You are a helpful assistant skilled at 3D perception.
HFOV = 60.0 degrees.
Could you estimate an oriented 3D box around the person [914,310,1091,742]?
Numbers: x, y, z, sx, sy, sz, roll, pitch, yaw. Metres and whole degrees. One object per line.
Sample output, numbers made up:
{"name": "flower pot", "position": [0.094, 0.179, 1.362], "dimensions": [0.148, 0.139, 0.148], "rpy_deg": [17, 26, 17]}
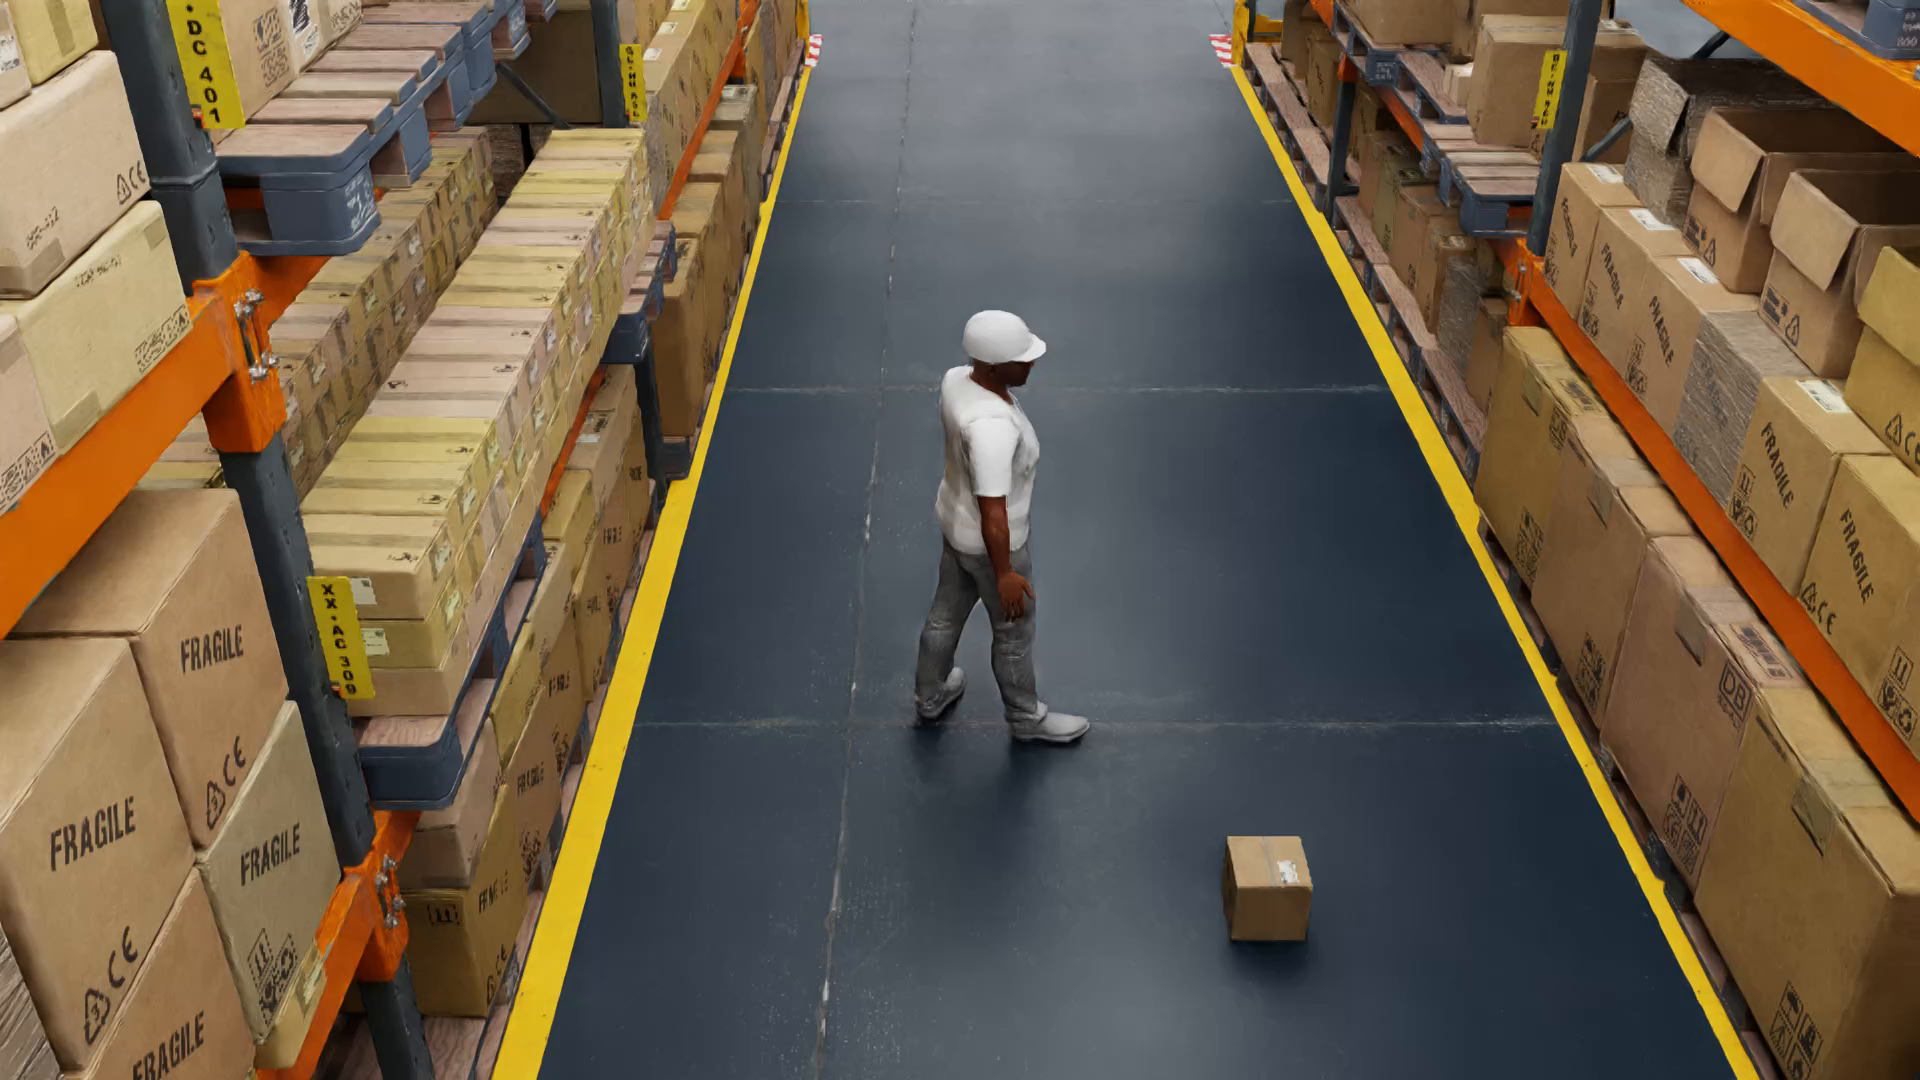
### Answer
{"name": "person", "position": [0.158, -0.023, 6.135], "dimensions": [0.633, 1.766, 0.709], "rpy_deg": [-8, 32, -13]}
